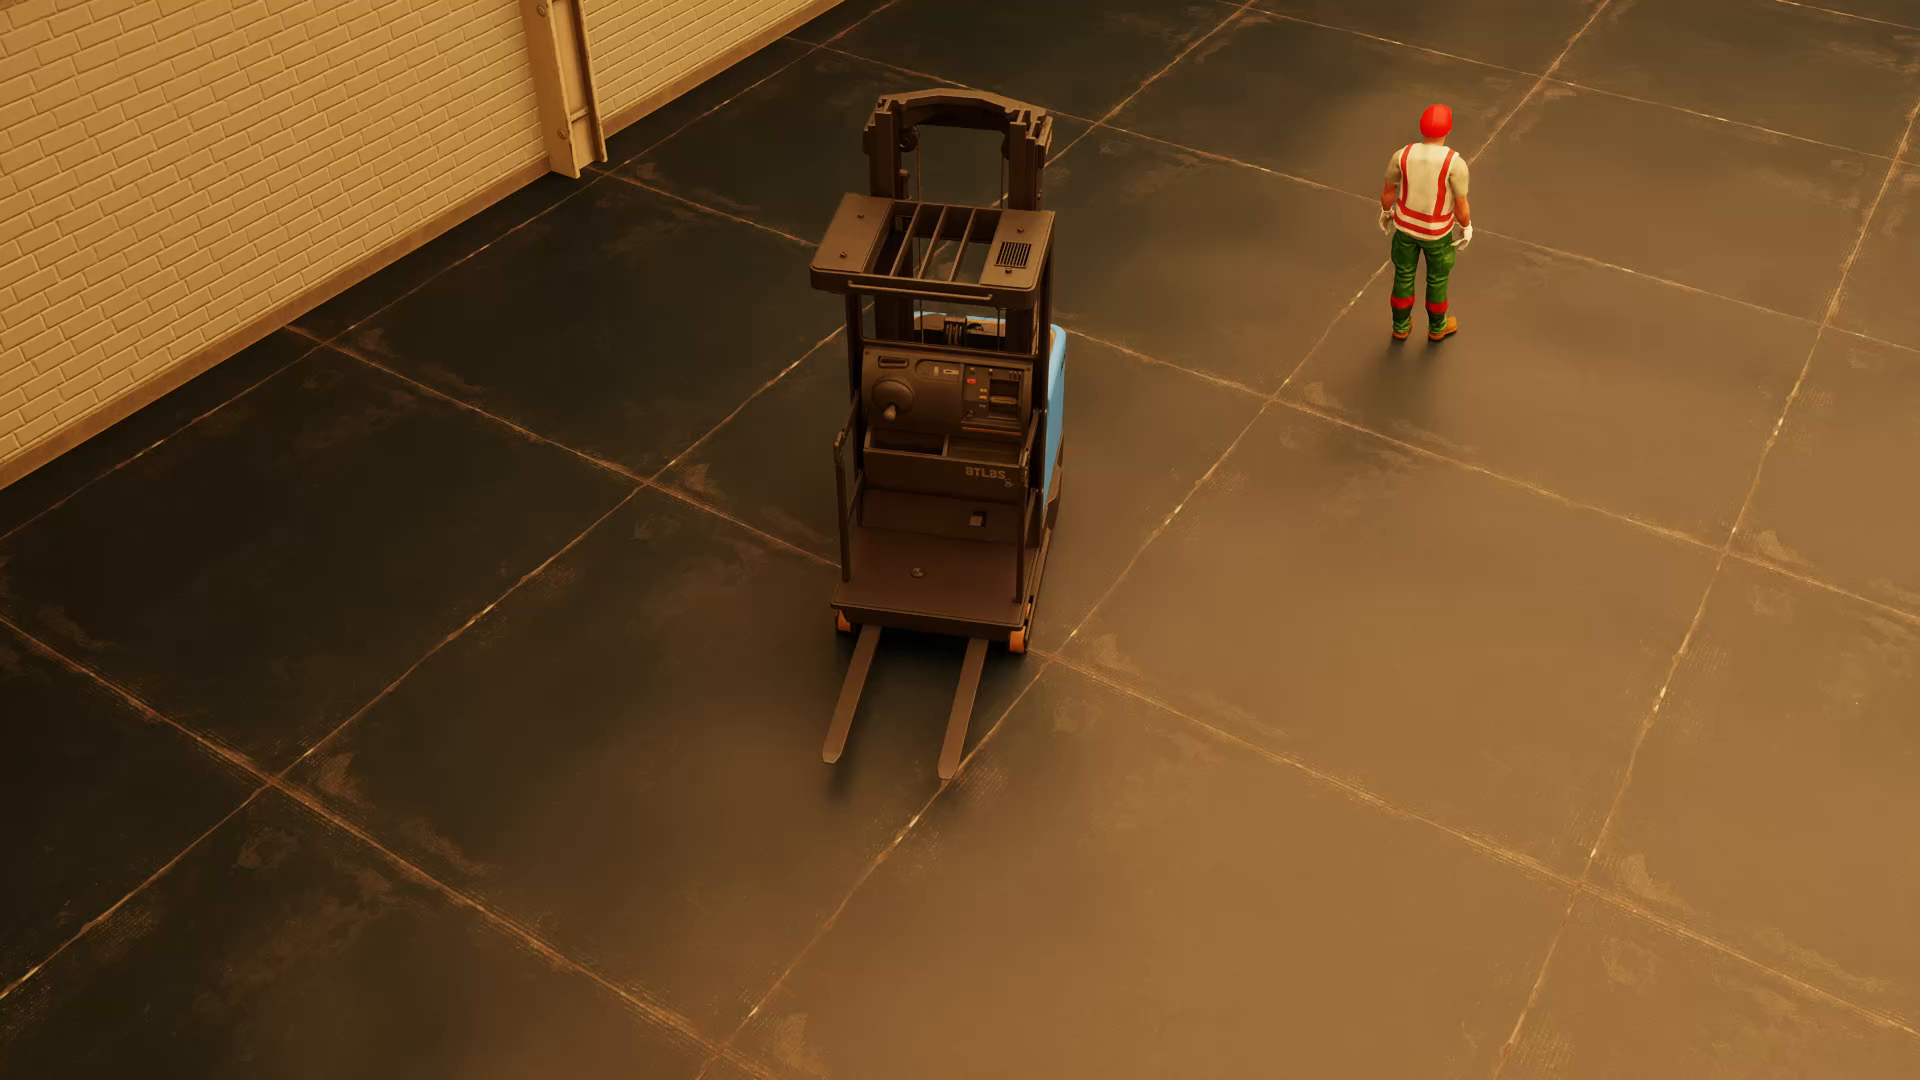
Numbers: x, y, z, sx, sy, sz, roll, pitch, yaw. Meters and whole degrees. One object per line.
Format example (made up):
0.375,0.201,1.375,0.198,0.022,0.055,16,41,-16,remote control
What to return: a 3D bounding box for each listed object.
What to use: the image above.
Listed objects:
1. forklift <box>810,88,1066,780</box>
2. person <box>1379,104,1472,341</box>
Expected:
-0.108,-0.731,8.830,1.130,2.935,3.031,7,41,8,forklift
3.217,-2.191,11.425,0.638,1.788,0.559,22,45,24,person
